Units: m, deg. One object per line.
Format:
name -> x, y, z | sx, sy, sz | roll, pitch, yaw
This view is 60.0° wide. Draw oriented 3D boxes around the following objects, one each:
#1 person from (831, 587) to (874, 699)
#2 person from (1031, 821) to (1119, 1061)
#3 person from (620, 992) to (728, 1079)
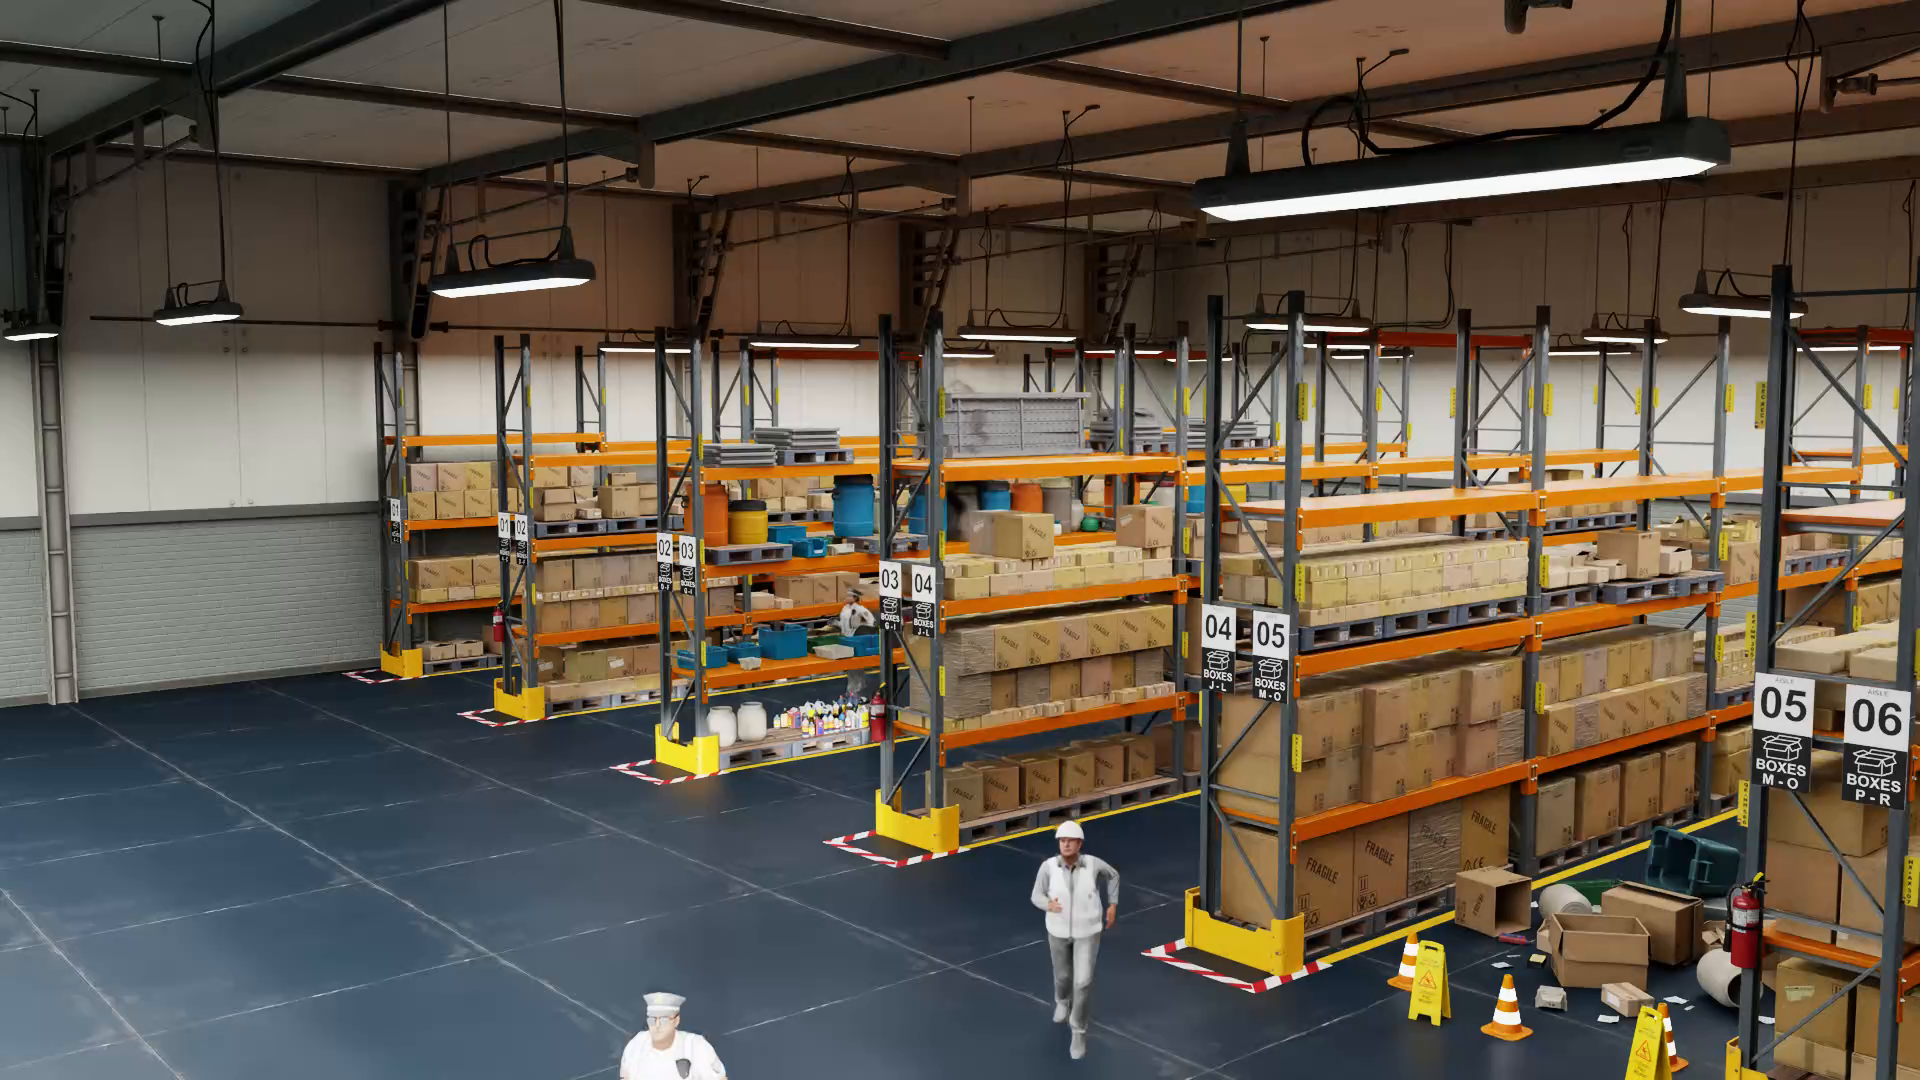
person -> -1.736, 1.639, 26.502 | 0.666, 1.788, 0.592 | -4, 7, -39
person -> 0.905, 3.094, 13.113 | 0.664, 1.823, 0.900 | 1, 5, 12
person -> -1.648, 3.422, 9.497 | 0.629, 1.803, 0.911 | 0, 5, -2
